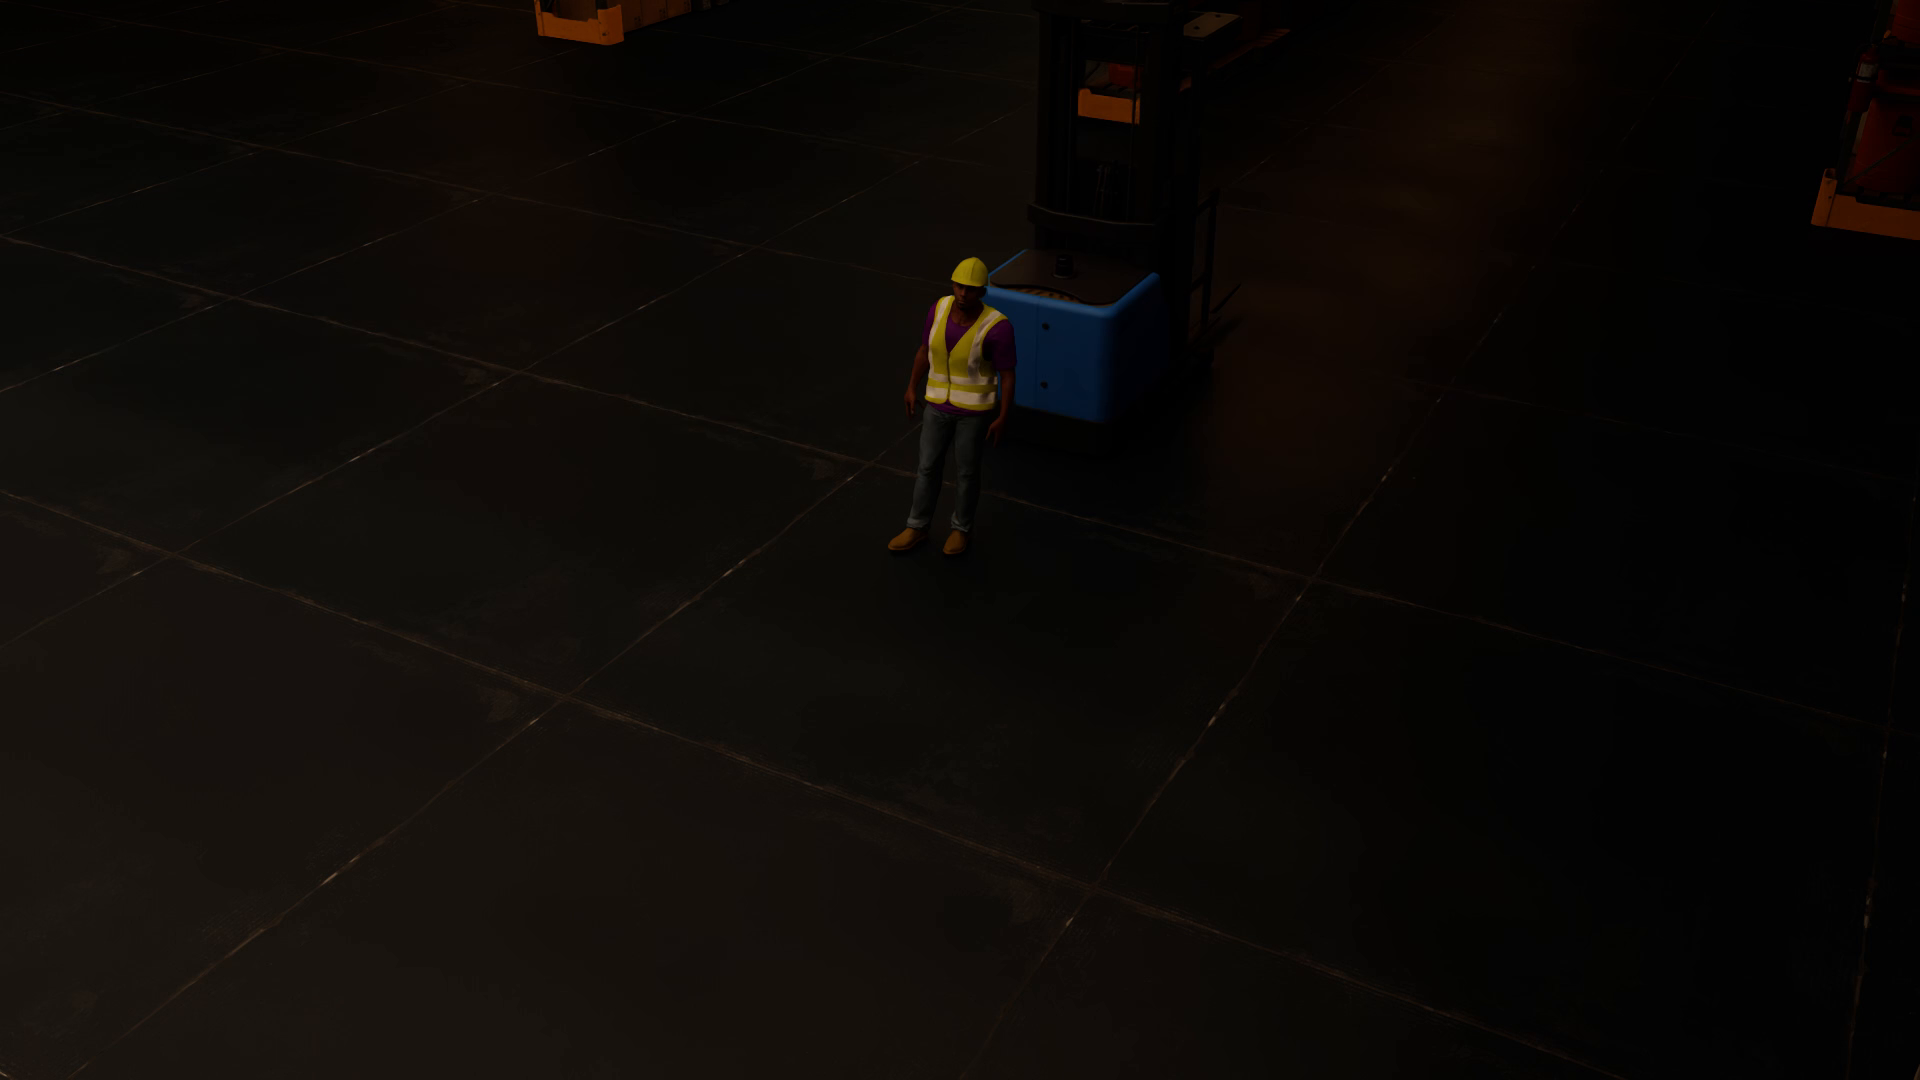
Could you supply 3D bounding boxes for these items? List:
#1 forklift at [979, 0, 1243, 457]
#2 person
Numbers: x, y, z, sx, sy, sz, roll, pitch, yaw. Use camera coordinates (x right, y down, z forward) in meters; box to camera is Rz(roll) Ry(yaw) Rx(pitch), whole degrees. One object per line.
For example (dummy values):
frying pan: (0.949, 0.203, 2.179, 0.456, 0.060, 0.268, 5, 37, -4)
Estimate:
forklift: (1.201, -2.520, 11.437, 1.130, 2.935, 3.031, 15, 33, 24)
person: (-0.039, -0.743, 9.508, 0.665, 1.765, 0.577, 15, 33, 25)
